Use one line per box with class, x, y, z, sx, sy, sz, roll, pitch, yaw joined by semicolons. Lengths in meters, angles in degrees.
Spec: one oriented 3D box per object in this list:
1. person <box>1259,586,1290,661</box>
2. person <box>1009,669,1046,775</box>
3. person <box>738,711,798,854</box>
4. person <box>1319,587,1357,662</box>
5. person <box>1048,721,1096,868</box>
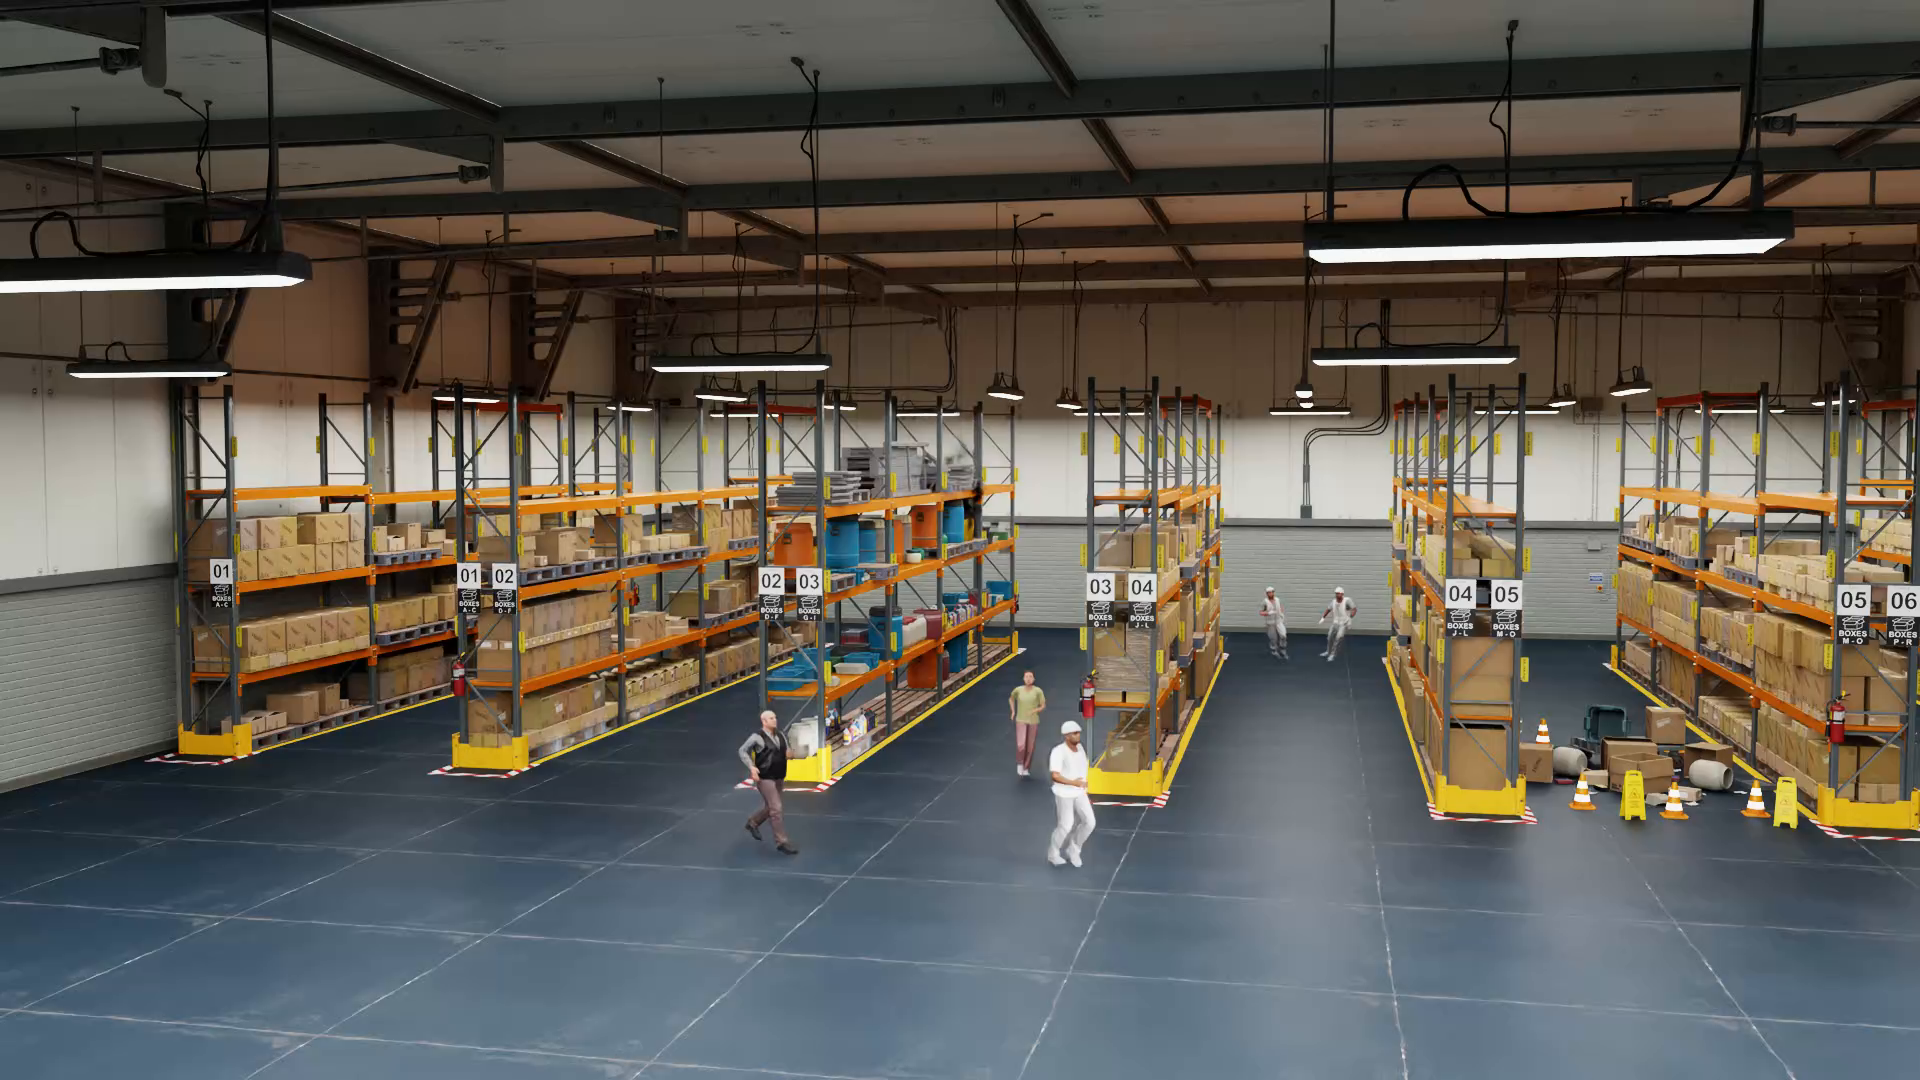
person;7.319;1.942;38.913;0.699;1.733;0.717;0;3;-7
person;1.015;2.764;25.109;0.549;1.624;0.585;0;3;2
person;-2.350;2.963;20.580;0.967;1.710;0.653;2;4;35
person;8.791;1.960;38.946;0.936;1.723;0.722;3;4;43
person;1.346;3.033;19.726;0.724;1.789;0.695;-3;4;-45
